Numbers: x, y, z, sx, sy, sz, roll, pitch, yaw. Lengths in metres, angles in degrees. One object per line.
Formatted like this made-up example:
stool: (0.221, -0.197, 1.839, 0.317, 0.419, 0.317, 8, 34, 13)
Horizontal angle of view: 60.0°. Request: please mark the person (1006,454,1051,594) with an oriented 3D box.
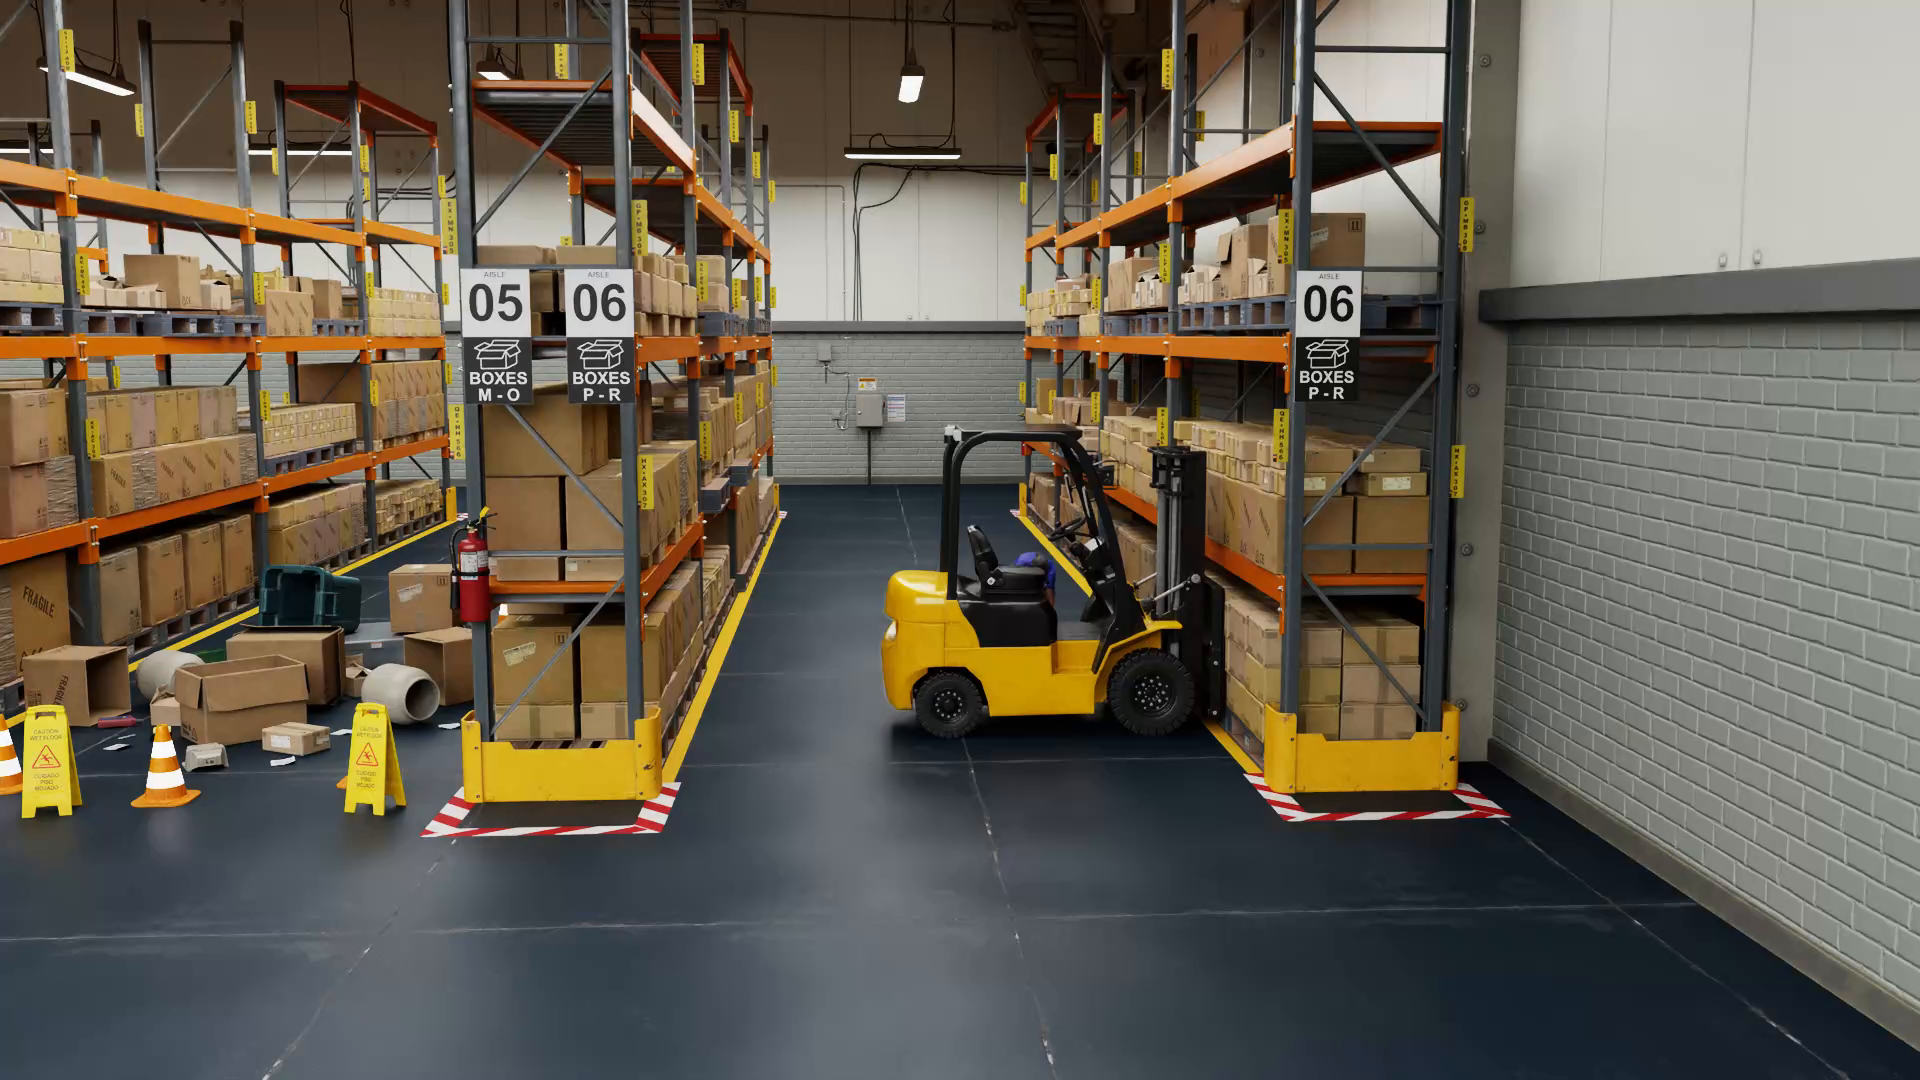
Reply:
person: (0.686, -0.016, 16.442, 0.450, 1.646, 0.522, -1, 7, -5)
